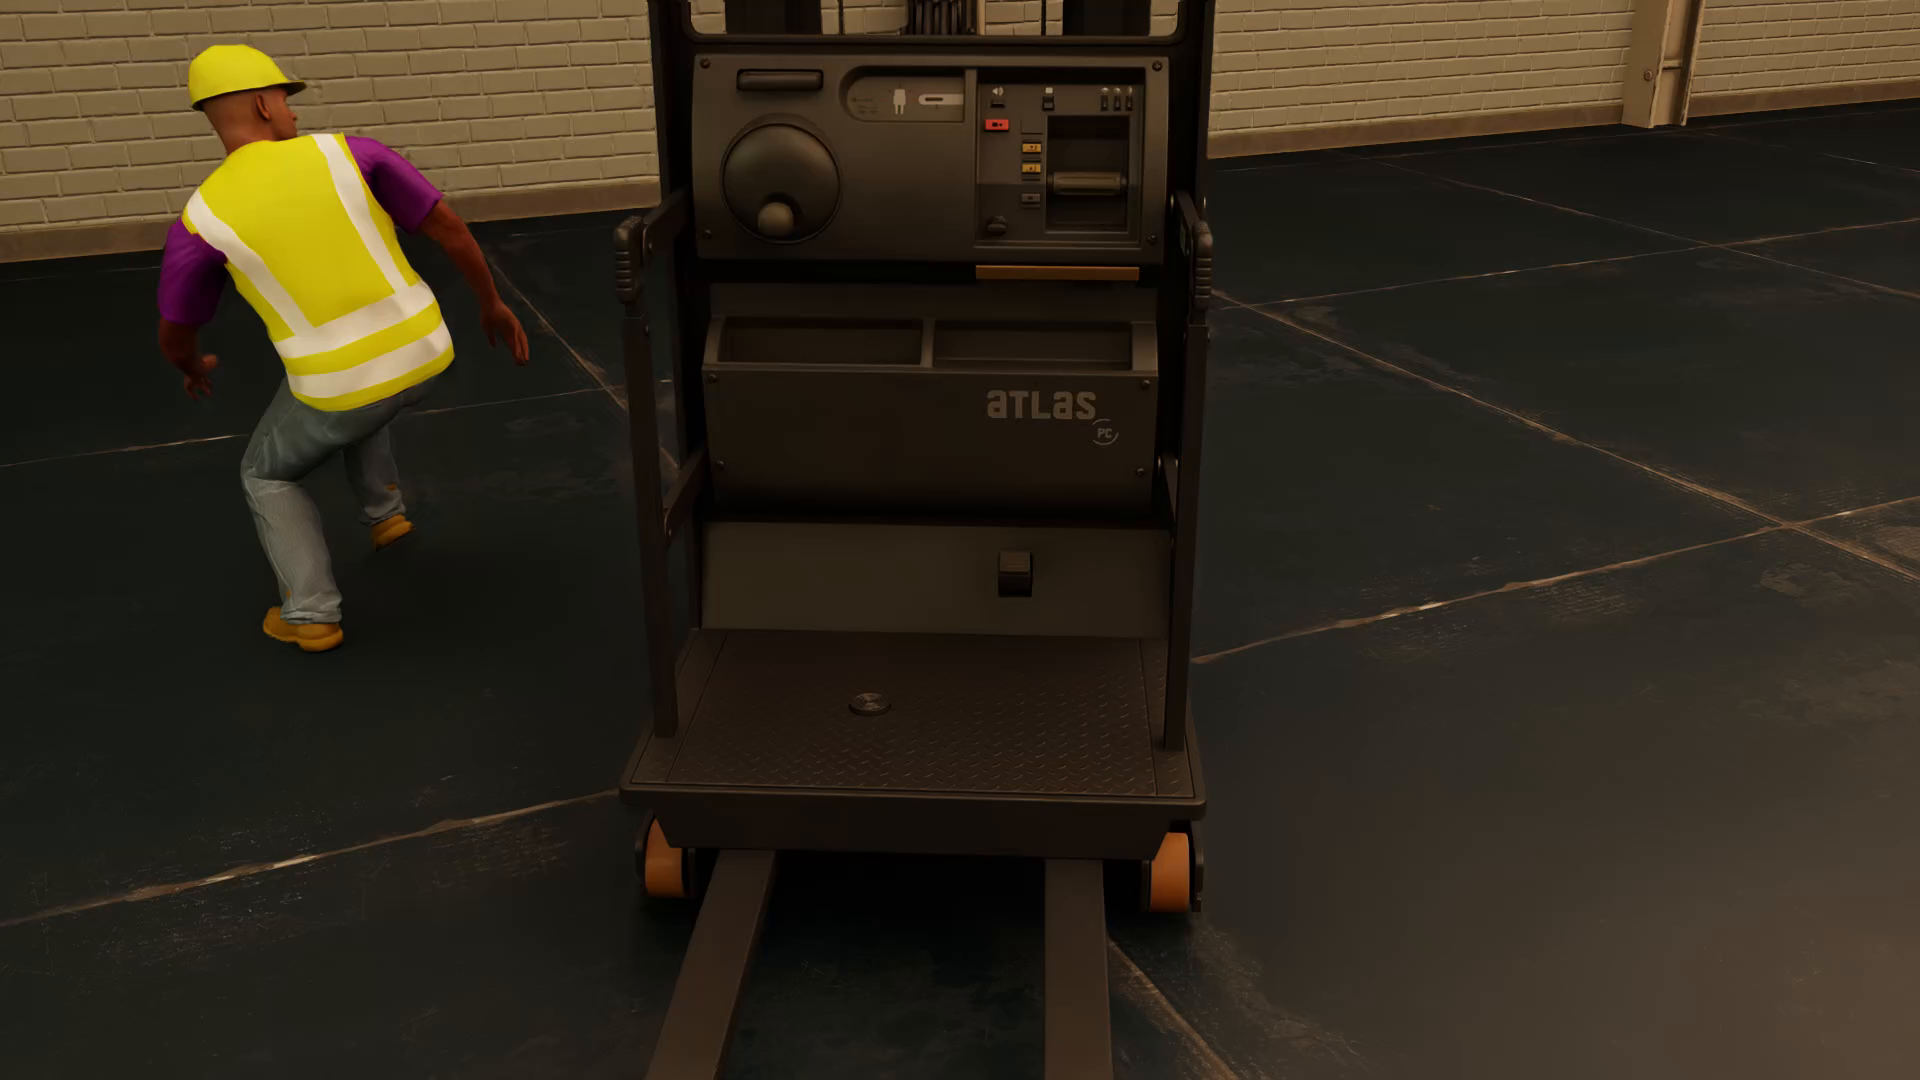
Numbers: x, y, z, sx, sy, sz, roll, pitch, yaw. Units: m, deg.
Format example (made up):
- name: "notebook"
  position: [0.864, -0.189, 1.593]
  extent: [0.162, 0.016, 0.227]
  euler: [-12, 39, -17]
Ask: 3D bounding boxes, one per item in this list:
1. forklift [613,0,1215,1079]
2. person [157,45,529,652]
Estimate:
- name: "forklift"
  position: [-0.069, -0.736, 3.059]
  extent: [1.130, 2.935, 3.031]
  euler: [1, 23, 3]
- name: "person"
  position: [-1.677, -0.529, 4.431]
  extent: [0.819, 1.535, 0.742]
  euler: [-19, 29, -38]
